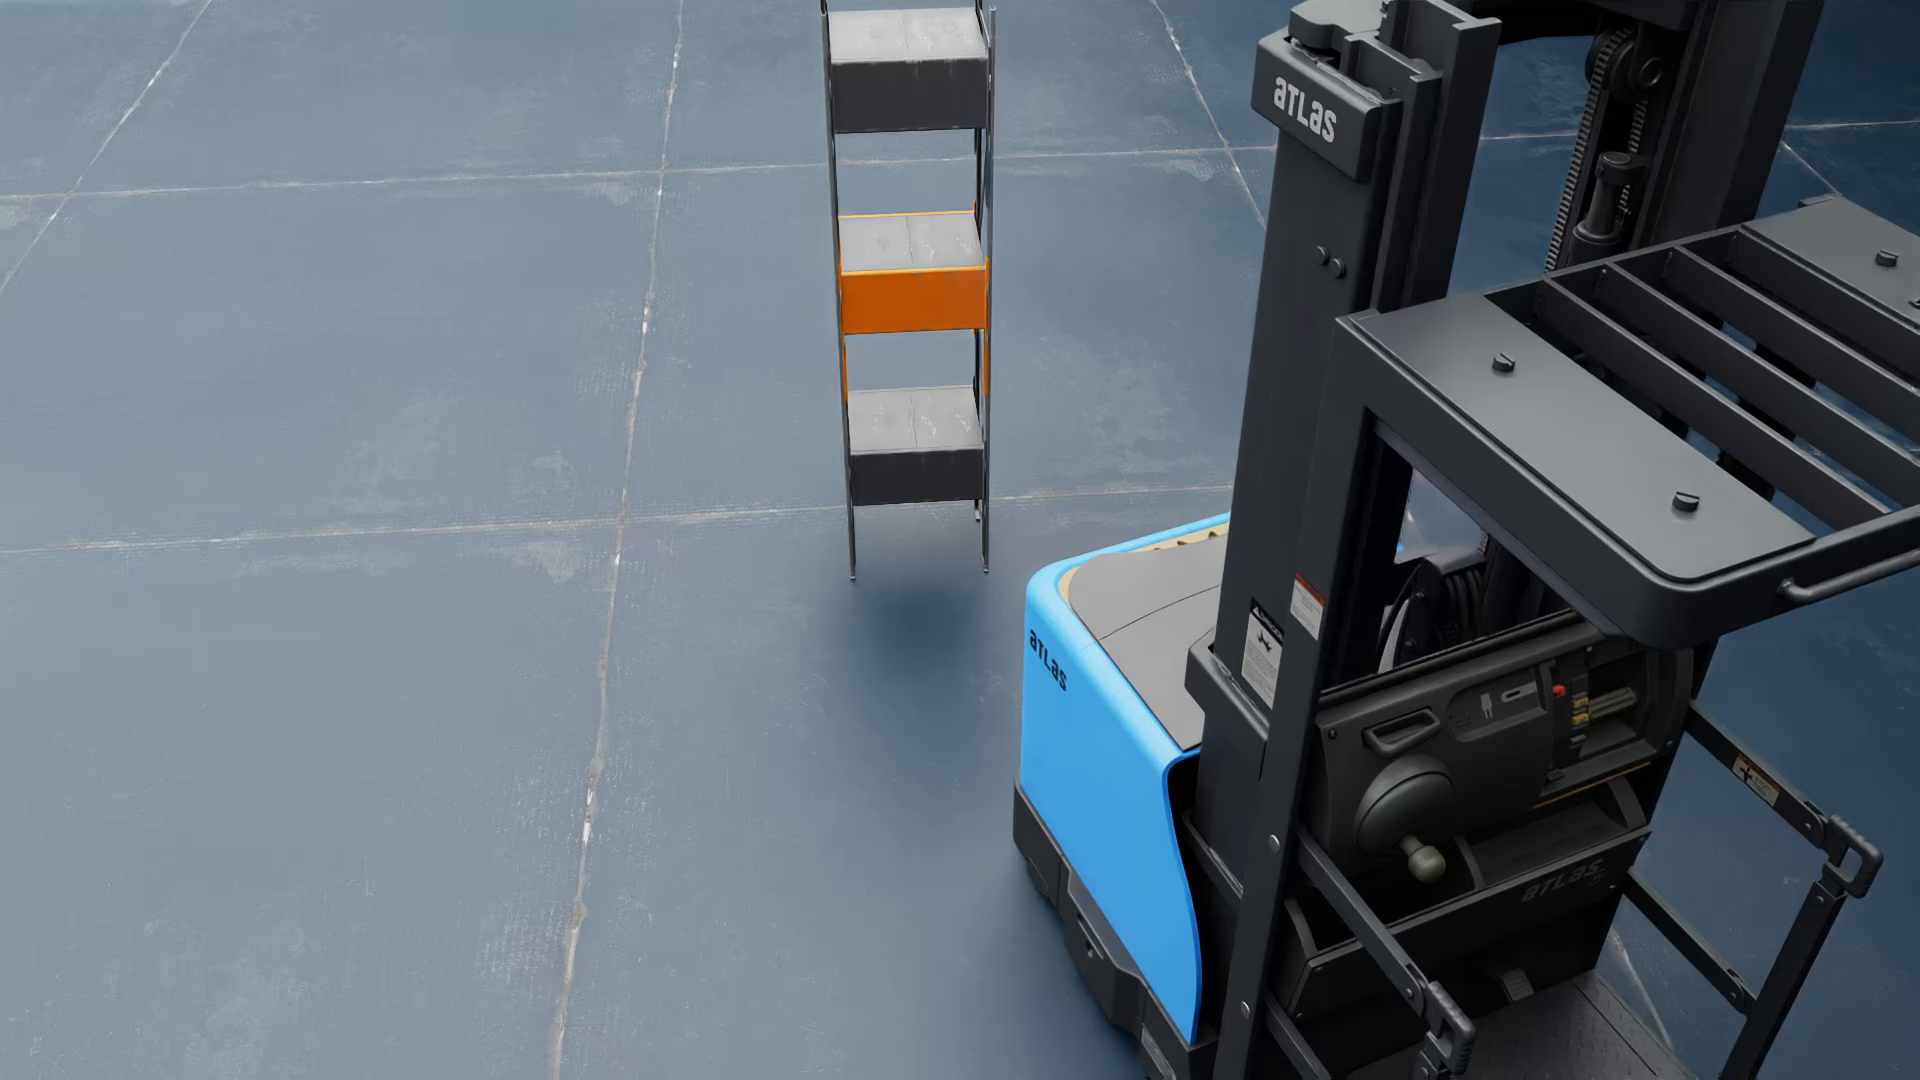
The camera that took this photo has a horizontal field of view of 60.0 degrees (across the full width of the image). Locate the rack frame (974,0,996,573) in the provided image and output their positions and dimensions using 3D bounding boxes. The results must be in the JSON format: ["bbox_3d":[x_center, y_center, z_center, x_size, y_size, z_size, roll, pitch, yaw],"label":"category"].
[{"bbox_3d":[0.078,-0.829,5.605,0.015,2.100,0.400,-3,38,-4],"label":"rack frame"}]

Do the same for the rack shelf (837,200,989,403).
[{"bbox_3d":[-0.165,-0.805,5.597,0.480,0.518,0.431,-3,38,-4],"label":"rack shelf"}]

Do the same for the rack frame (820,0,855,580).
[{"bbox_3d":[-0.408,-0.802,5.571,0.015,2.100,0.400,-3,38,-4],"label":"rack frame"}]

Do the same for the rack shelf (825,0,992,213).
[{"bbox_3d":[-0.165,-1.354,5.163,0.480,0.518,0.431,-3,38,-4],"label":"rack shelf"}]

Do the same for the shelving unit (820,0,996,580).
[{"bbox_3d":[-0.165,-0.815,5.588,0.503,2.100,0.431,-3,38,-4],"label":"shelving unit"}]

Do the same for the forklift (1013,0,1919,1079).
[{"bbox_3d":[1.226,0.481,3.274,1.130,2.935,3.031,-16,41,-19],"label":"forklift"}]

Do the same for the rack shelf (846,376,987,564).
[{"bbox_3d":[-0.165,-0.255,6.030,0.480,0.518,0.431,-3,38,-4],"label":"rack shelf"}]
